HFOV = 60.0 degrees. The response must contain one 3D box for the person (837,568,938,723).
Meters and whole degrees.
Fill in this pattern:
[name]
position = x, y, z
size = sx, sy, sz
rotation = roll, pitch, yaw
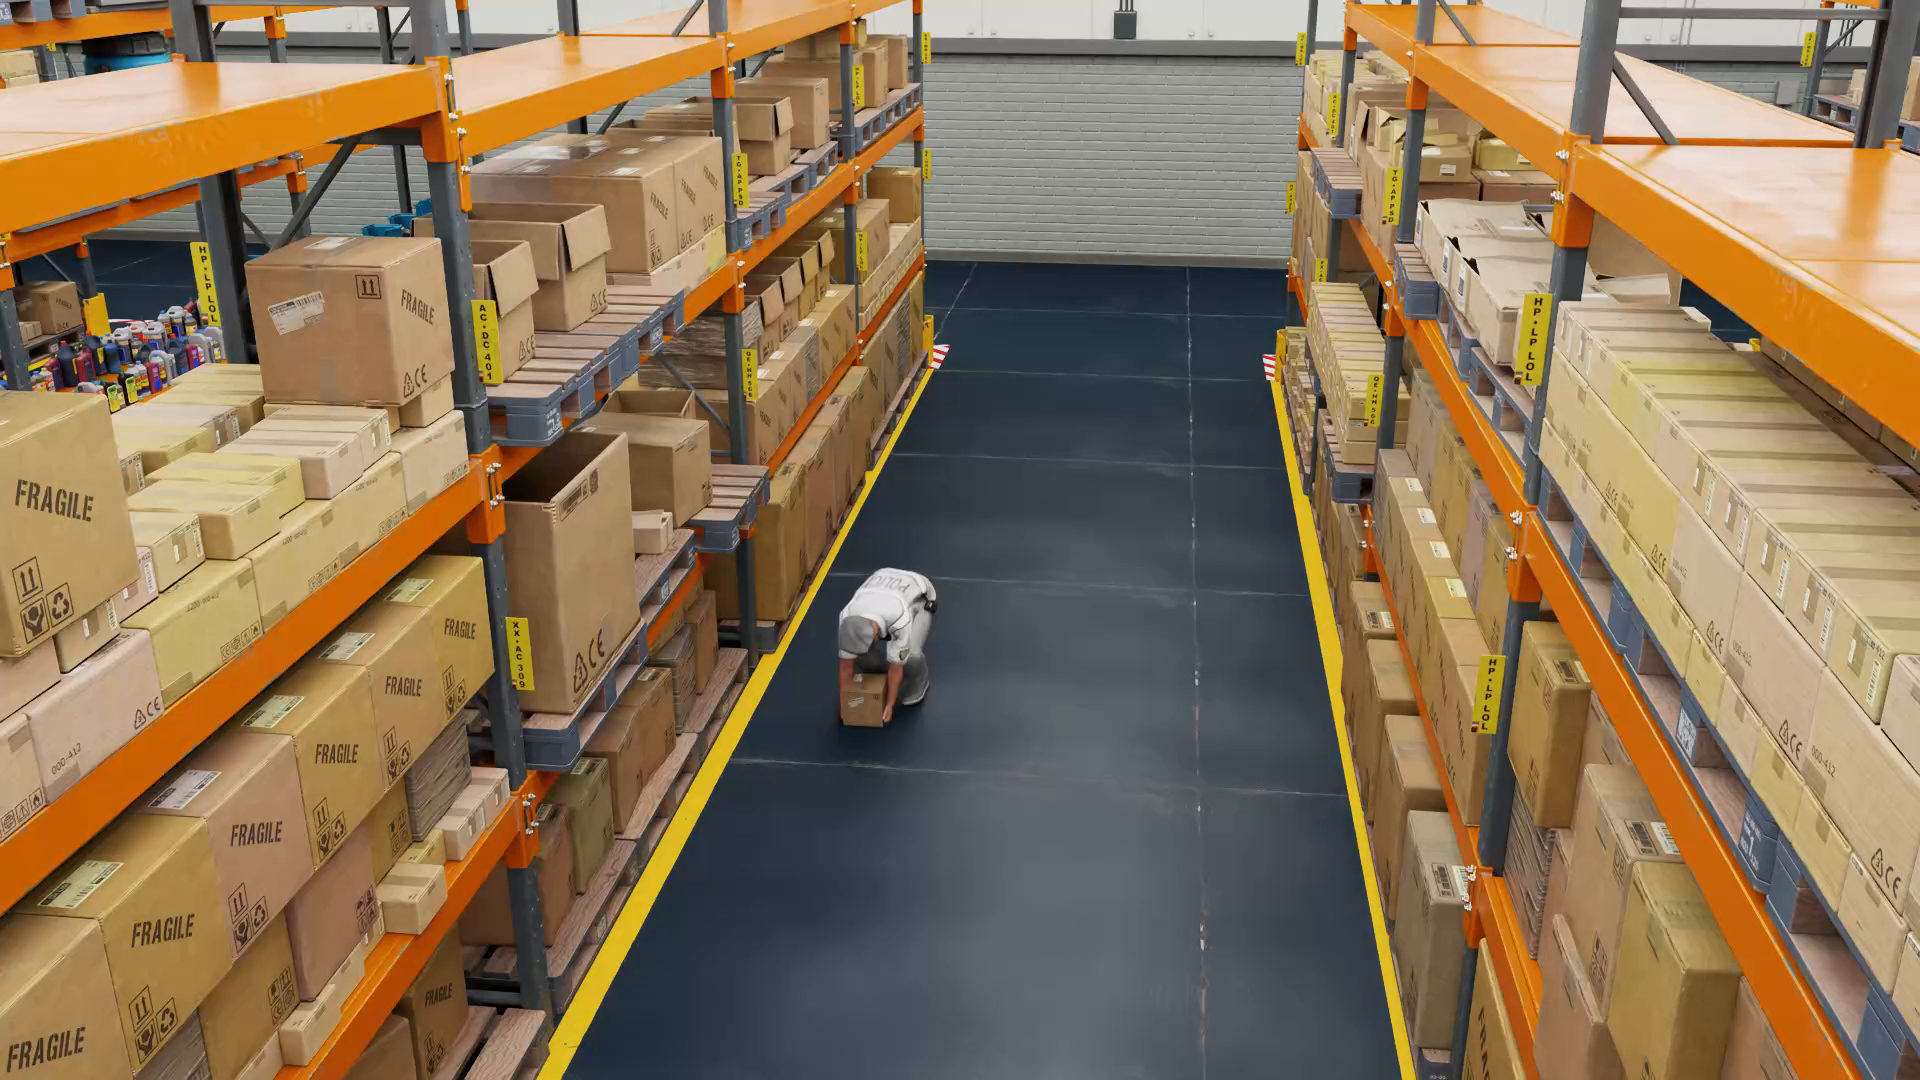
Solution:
[person]
position = -0.488, 0.678, 10.618
size = 0.528, 0.855, 1.030
rotation = 9, 23, 22
